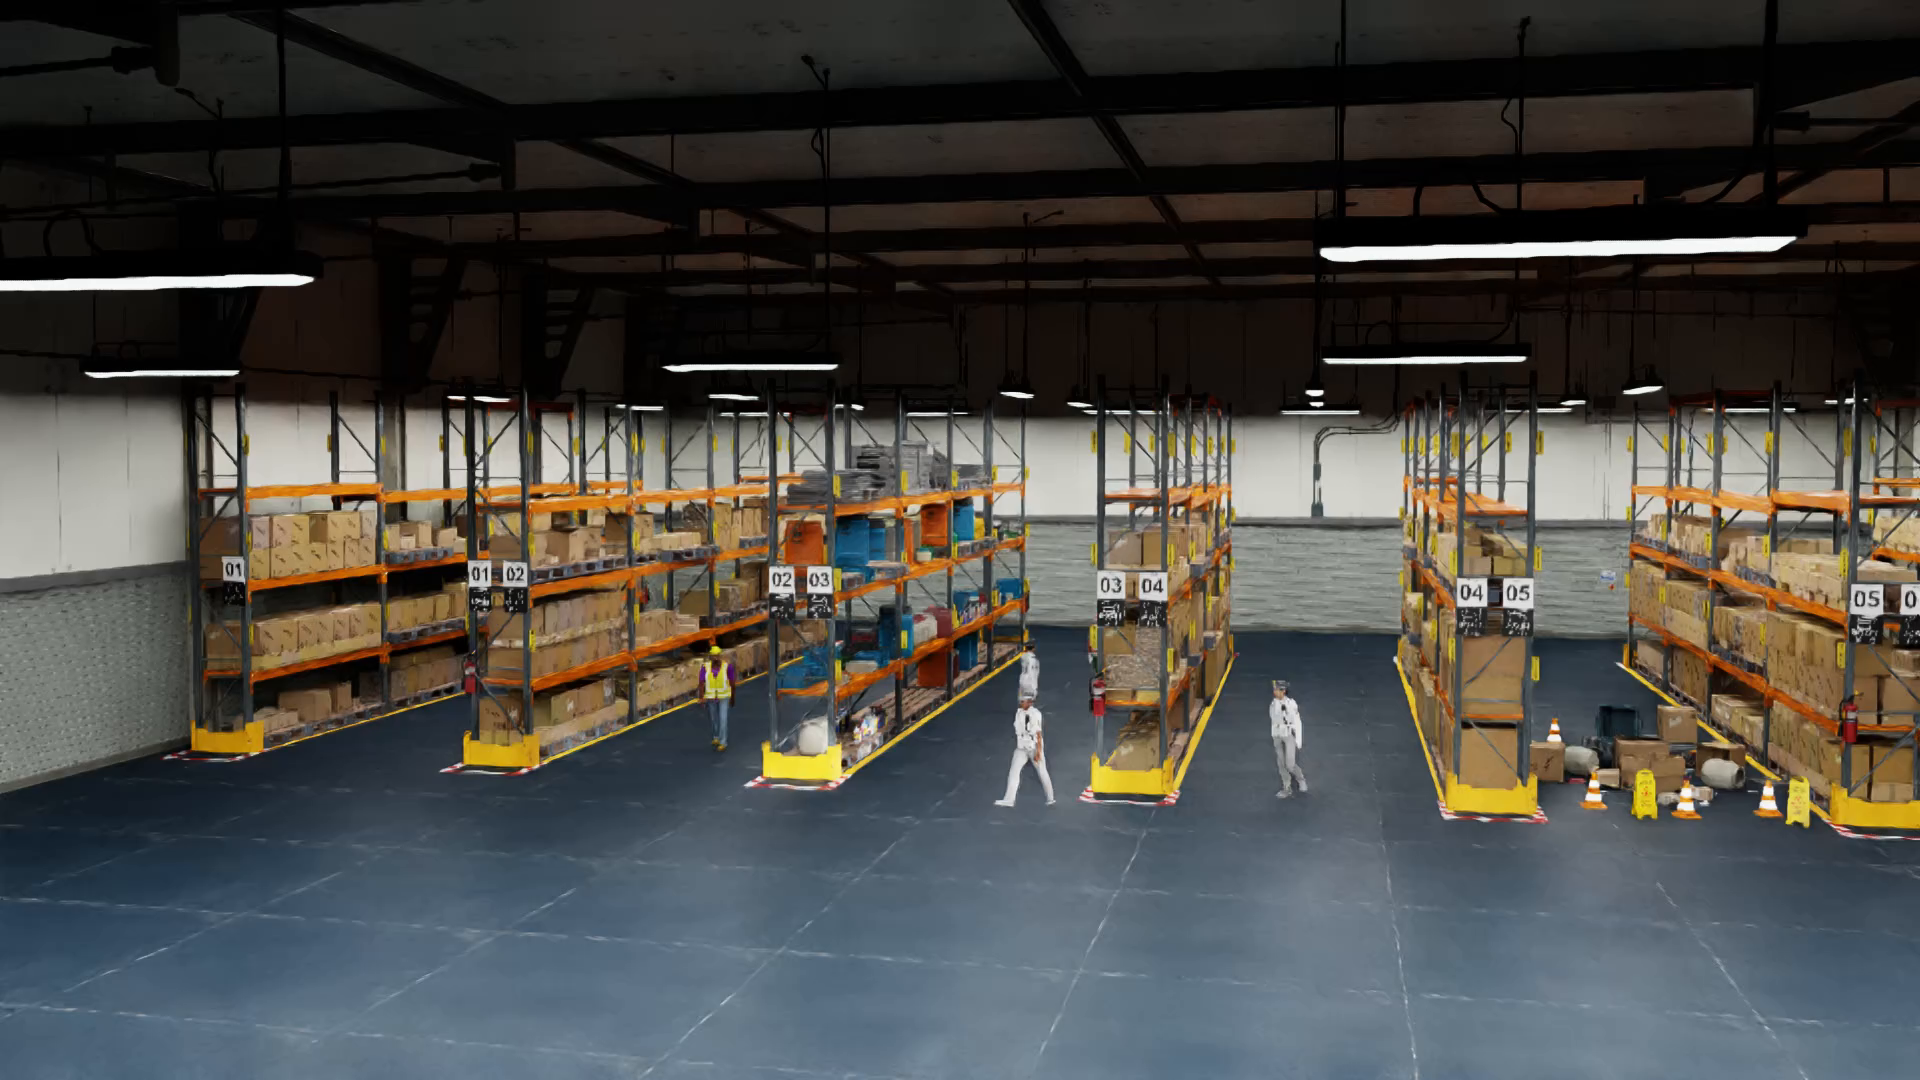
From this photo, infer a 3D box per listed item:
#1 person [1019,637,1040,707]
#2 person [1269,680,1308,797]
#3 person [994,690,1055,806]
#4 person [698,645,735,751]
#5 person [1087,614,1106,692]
[{"bbox_3d":[1.229,2.517,28.543,0.431,1.683,0.555,-1,3,-17],"label":"person"},{"bbox_3d":[4.674,2.817,23.731,0.484,1.664,0.533,-3,4,-40],"label":"person"},{"bbox_3d":[0.933,2.868,22.982,0.500,1.622,0.915,3,4,41],"label":"person"},{"bbox_3d":[-4.002,2.578,27.311,0.569,1.709,1.034,0,3,4],"label":"person"},{"bbox_3d":[2.791,2.249,32.947,0.553,1.708,1.123,1,3,15],"label":"person"}]
